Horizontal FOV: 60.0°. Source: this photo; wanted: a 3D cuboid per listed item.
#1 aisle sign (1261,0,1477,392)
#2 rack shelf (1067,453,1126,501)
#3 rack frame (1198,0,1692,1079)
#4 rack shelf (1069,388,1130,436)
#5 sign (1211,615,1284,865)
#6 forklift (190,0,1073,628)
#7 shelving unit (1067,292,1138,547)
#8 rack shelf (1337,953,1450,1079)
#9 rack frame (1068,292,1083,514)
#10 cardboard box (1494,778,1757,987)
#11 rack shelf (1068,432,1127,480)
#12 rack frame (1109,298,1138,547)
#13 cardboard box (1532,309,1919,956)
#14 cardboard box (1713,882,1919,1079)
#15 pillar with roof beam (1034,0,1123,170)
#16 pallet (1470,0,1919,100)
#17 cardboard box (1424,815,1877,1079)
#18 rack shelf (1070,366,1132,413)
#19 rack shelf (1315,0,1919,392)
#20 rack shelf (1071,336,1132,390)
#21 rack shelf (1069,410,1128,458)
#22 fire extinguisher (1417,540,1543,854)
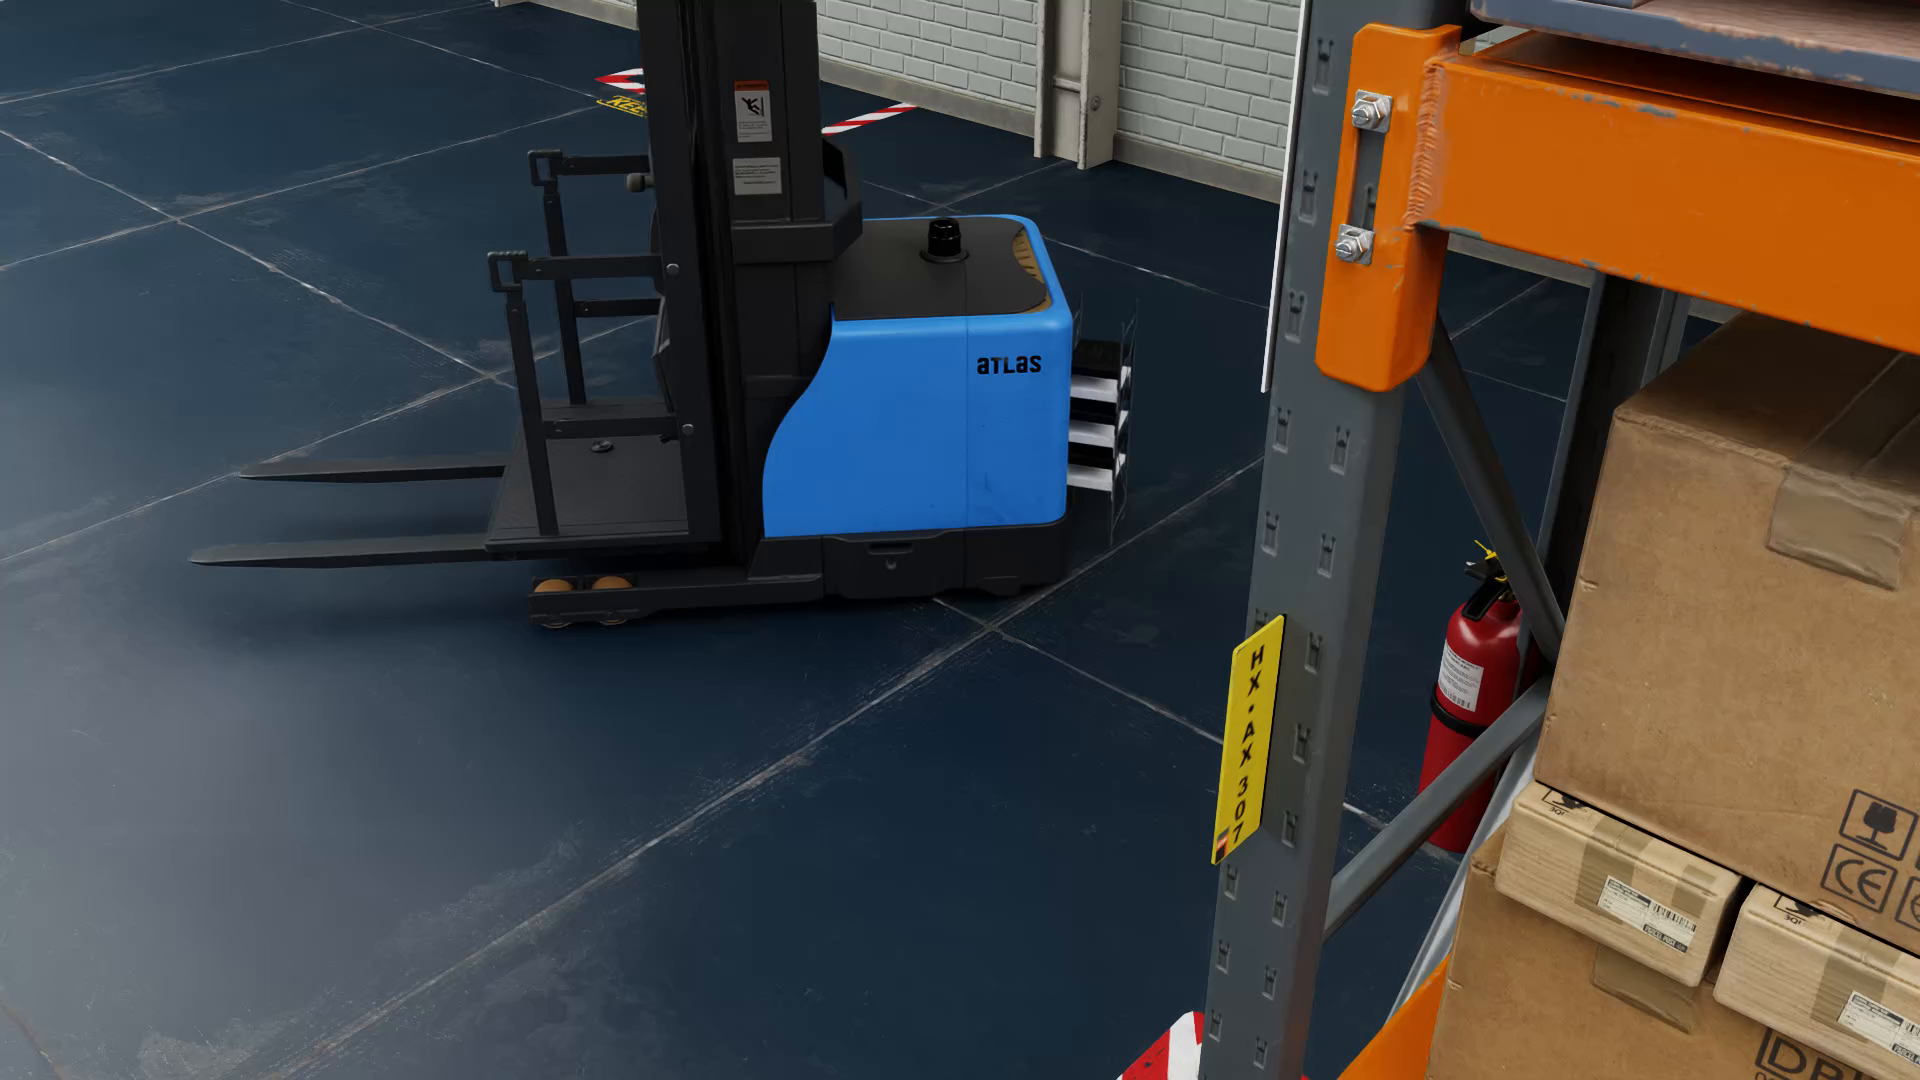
[{"bbox_3d":[0.470,-0.578,1.781,0.004,0.787,0.394,25,39,35],"label":"aisle sign"},{"bbox_3d":[0.499,-0.251,6.208,0.200,0.077,0.258,9,32,15],"label":"rack shelf"},{"bbox_3d":[0.727,0.440,2.611,0.053,2.616,0.949,25,39,35],"label":"rack frame"},{"bbox_3d":[0.499,-0.483,6.069,0.200,0.077,0.258,9,32,15],"label":"rack shelf"},{"bbox_3d":[0.348,0.247,2.016,0.005,0.325,0.100,25,39,35],"label":"sign"},{"bbox_3d":[-1.165,-1.238,5.464,3.031,2.935,1.130,-3,31,-5],"label":"forklift"},{"bbox_3d":[0.499,-0.434,6.098,0.210,0.900,0.258,9,32,15],"label":"shelving unit"},{"bbox_3d":[2.208,1.442,1.644,4.000,0.370,1.077,25,39,35],"label":"rack shelf"},{"bbox_3d":[0.402,-0.450,6.125,0.006,0.900,0.240,9,32,15],"label":"rack frame"},{"bbox_3d":[0.871,0.339,2.053,0.250,0.149,0.380,25,39,35],"label":"cardboard box"},{"bbox_3d":[0.499,-0.328,6.162,0.200,0.077,0.258,9,32,15],"label":"rack shelf"},{"bbox_3d":[0.596,-0.418,6.072,0.006,0.900,0.240,9,32,15],"label":"rack frame"},{"bbox_3d":[1.102,0.027,1.941,0.500,0.500,0.700,25,39,35],"label":"cardboard box"},{"bbox_3d":[1.069,0.429,1.903,0.250,0.149,0.380,24,38,34],"label":"cardboard box"},{"bbox_3d":[-2.192,-4.543,5.072,0.400,9.000,9.100,25,39,35],"label":"pillar with roof beam"},{"bbox_3d":[1.232,-0.551,1.435,1.213,0.211,1.003,25,39,35],"label":"pallet"},{"bbox_3d":[1.062,0.565,2.306,0.500,0.500,0.700,25,39,35],"label":"cardboard box"},{"bbox_3d":[0.499,-0.560,6.023,0.200,0.077,0.258,9,32,15],"label":"rack shelf"},{"bbox_3d":[2.208,0.157,0.871,4.000,0.370,1.077,25,39,35],"label":"rack shelf"},{"bbox_3d":[0.499,-0.637,5.977,0.200,0.077,0.258,9,32,15],"label":"rack shelf"},{"bbox_3d":[0.499,-0.406,6.116,0.200,0.077,0.258,9,32,15],"label":"rack shelf"},{"bbox_3d":[0.949,0.256,2.992,0.183,0.674,0.296,25,39,35],"label":"fire extinguisher"}]
